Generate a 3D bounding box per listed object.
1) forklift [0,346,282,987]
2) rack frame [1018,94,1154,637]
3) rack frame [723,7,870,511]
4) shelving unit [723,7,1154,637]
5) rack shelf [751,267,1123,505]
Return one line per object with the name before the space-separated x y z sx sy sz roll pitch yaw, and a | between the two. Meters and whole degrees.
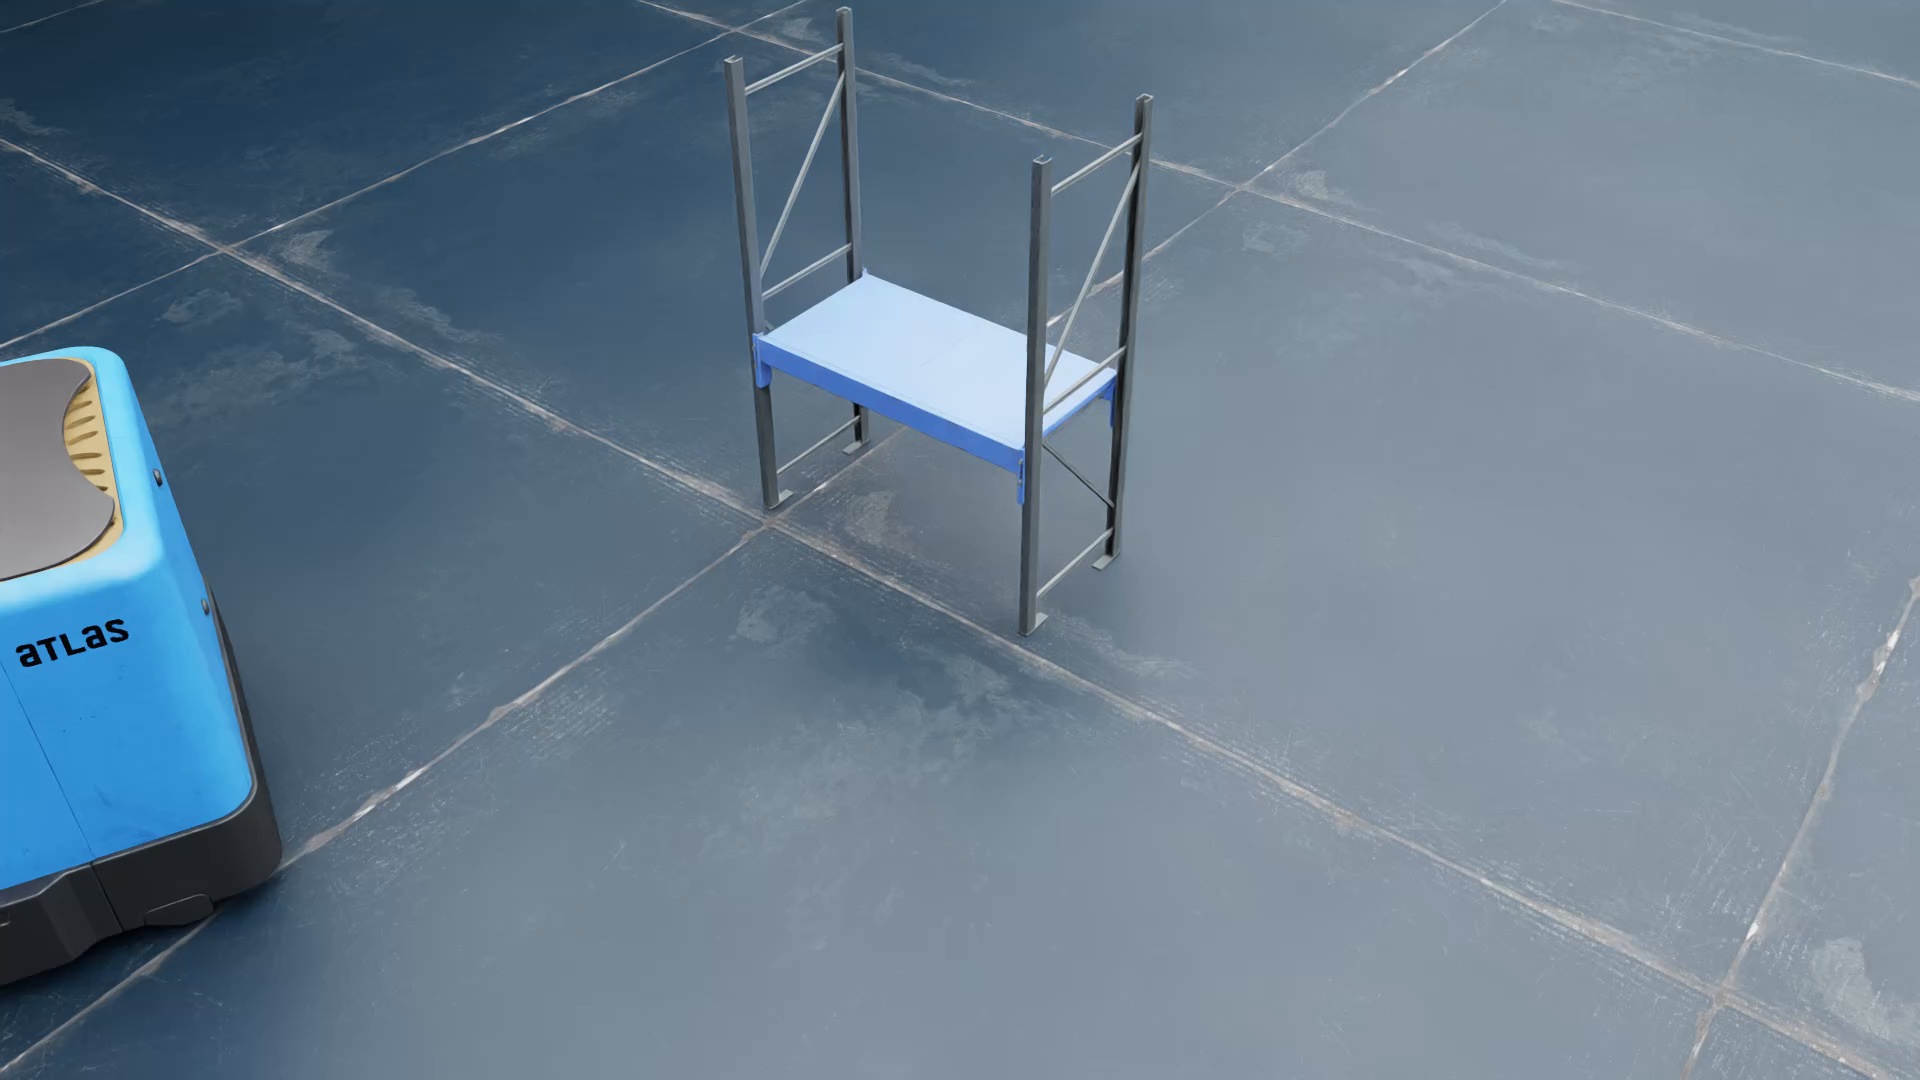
forklift | -3.233 -0.136 3.046 3.031 2.935 1.130 -17 41 -21
rack frame | 0.336 -0.432 4.585 0.032 1.500 0.500 25 45 29
rack frame | -0.472 -0.813 5.072 0.032 1.500 0.500 25 45 29
shelving unit | -0.068 -0.622 4.828 1.048 1.500 0.538 25 45 29
rack shelf | -0.068 -0.481 4.939 1.000 0.185 0.538 25 45 29
